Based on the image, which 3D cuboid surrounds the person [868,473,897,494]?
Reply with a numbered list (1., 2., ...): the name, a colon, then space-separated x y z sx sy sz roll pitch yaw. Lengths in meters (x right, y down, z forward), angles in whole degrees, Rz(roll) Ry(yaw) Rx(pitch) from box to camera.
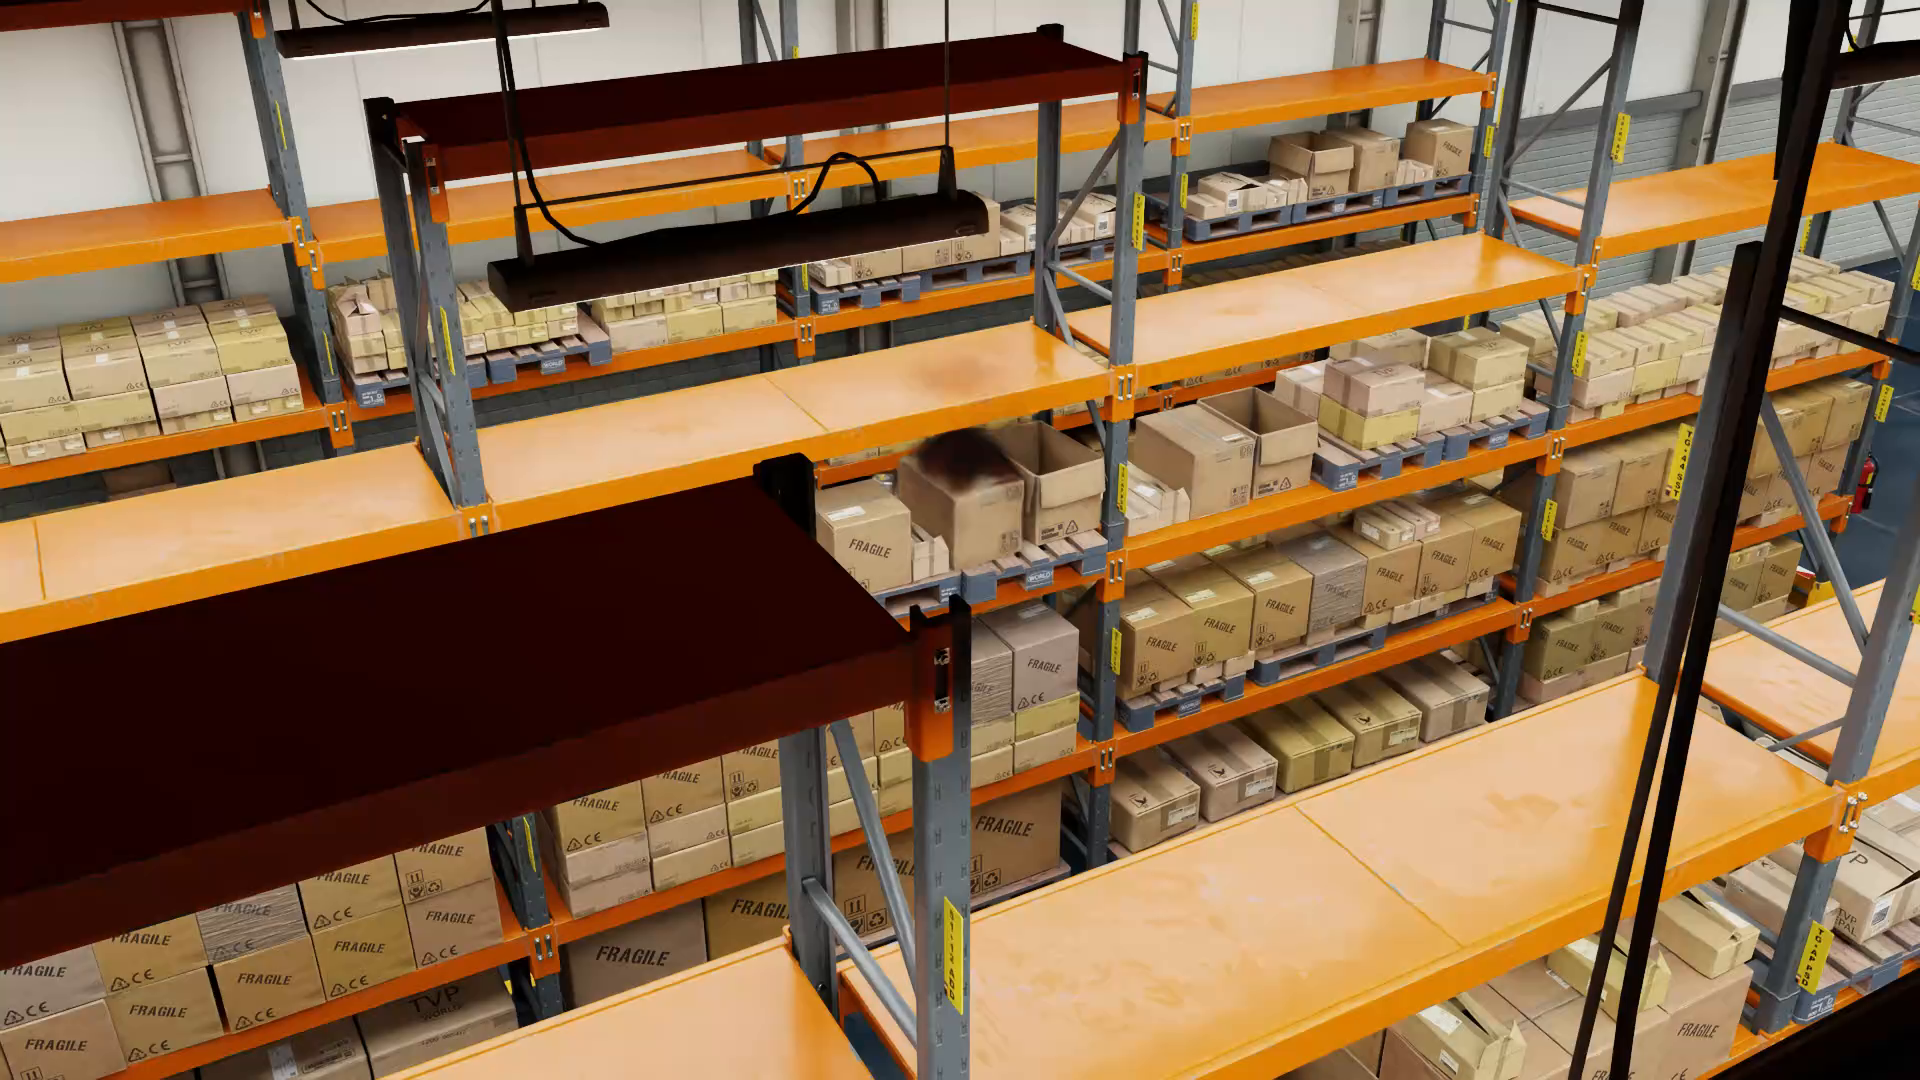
1. person: -0.688 0.204 14.457 0.536 1.696 0.720 21 35 34
